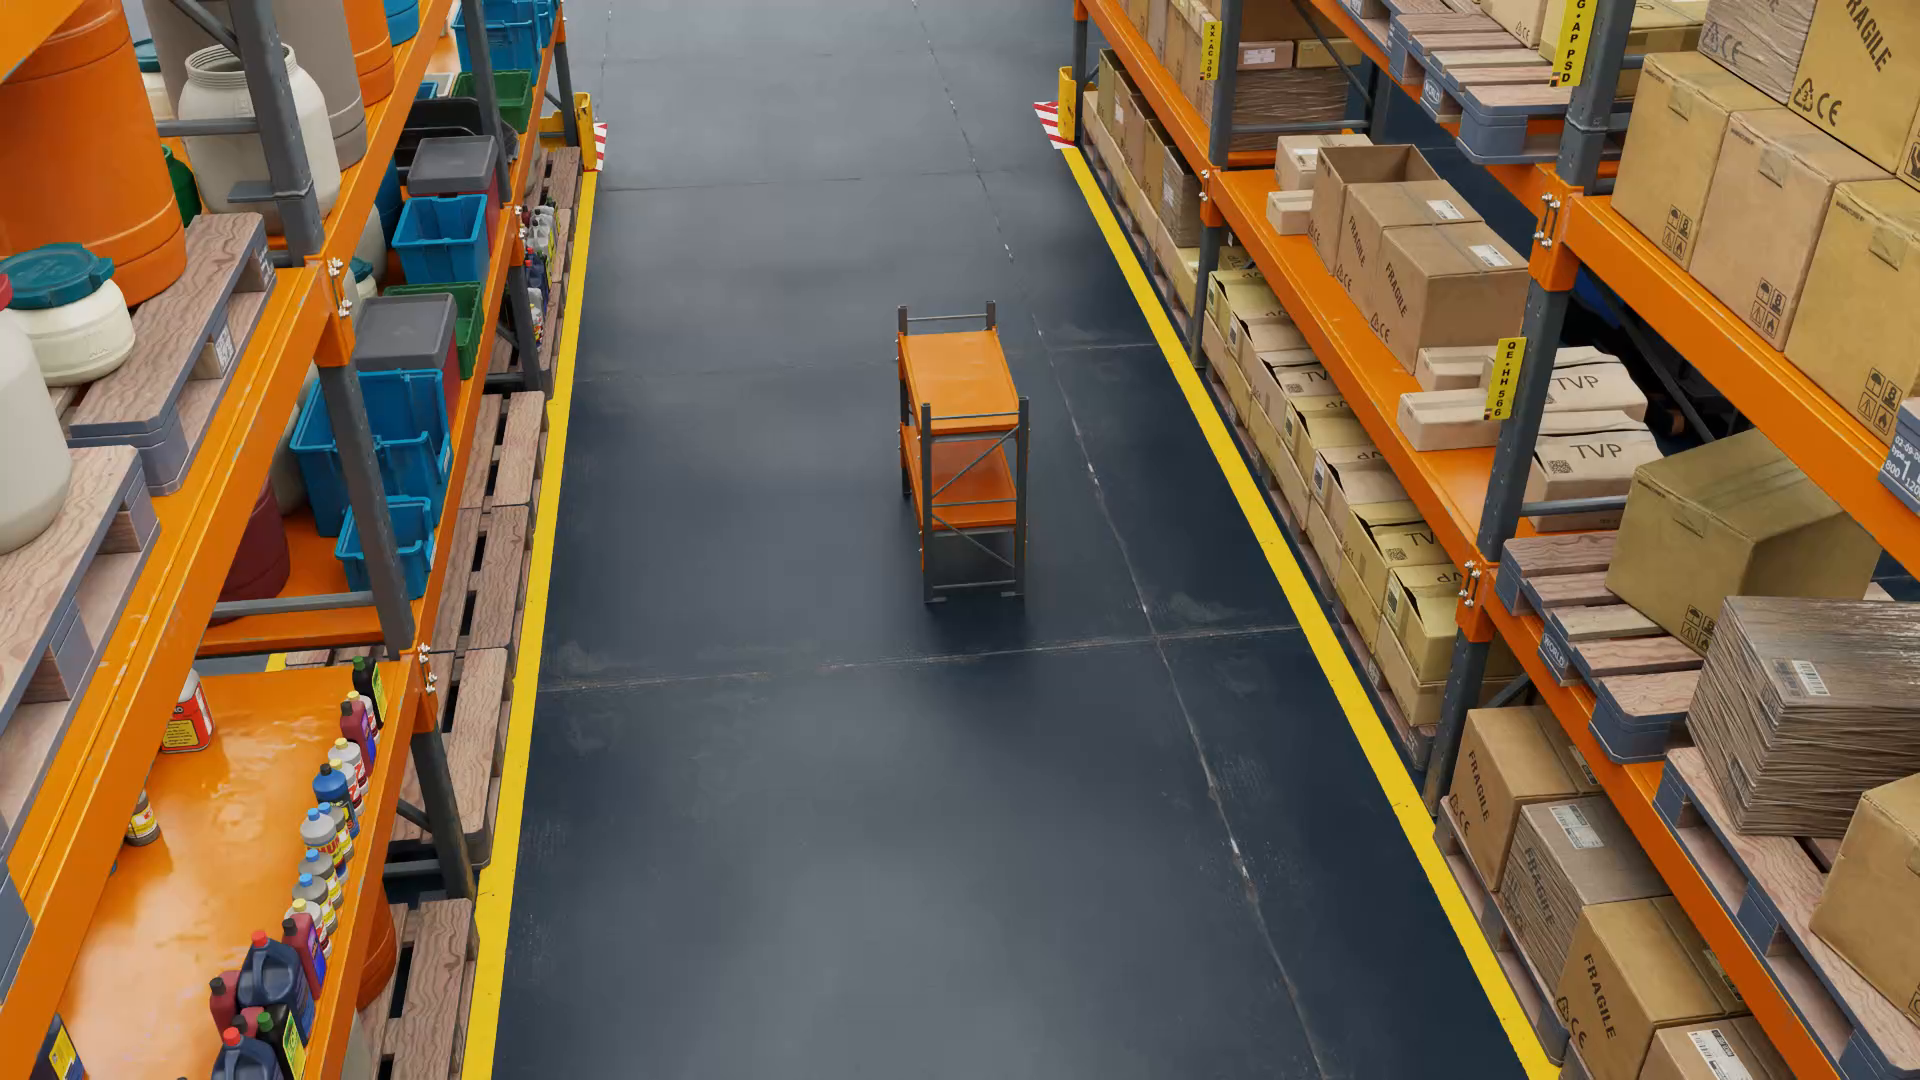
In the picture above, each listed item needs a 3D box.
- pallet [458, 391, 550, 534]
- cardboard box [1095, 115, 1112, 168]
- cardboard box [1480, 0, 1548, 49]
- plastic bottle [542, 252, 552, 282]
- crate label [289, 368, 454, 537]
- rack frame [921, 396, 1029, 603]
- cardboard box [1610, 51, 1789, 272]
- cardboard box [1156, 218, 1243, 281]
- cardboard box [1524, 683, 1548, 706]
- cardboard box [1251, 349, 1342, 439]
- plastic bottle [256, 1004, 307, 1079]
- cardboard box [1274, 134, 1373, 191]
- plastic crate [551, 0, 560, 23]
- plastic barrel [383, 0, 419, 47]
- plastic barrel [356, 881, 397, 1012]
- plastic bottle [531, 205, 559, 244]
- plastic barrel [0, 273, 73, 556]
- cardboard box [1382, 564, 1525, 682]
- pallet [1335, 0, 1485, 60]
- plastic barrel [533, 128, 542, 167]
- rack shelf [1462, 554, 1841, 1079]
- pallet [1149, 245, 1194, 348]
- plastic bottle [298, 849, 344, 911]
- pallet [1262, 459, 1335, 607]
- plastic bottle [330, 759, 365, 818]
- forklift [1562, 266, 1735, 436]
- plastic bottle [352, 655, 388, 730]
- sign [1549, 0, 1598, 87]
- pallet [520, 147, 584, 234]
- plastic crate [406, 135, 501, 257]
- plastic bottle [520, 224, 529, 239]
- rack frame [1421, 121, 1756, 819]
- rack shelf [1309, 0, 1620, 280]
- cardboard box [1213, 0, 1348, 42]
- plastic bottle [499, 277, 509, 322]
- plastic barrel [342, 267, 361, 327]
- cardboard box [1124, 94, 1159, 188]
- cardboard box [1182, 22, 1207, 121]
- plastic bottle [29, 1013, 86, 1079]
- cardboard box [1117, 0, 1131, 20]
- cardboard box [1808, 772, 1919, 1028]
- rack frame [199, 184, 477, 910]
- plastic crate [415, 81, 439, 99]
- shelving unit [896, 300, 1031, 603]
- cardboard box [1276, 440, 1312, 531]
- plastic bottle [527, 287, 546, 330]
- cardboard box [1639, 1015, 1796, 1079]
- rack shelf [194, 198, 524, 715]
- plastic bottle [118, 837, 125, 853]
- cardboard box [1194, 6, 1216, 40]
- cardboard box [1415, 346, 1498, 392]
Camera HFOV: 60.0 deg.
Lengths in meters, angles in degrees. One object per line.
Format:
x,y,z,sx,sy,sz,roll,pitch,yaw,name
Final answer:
-2.823,-0.406,9.158,1.003,0.211,1.213,-4,35,-6,pallet
1.326,-3.041,12.618,0.500,0.250,0.500,-4,35,-6,cardboard box
2.274,-2.026,6.155,0.500,0.250,0.500,-3,34,-5,cardboard box
-2.705,-1.766,10.772,0.097,0.201,0.097,0,34,0,plastic bottle
-2.295,-0.351,6.570,0.502,0.435,0.616,-4,35,-6,crate label
0.069,-0.177,8.011,0.500,1.125,0.032,-4,35,-6,rack frame
2.571,-1.174,5.057,0.910,0.500,0.500,-4,35,-6,cardboard box
1.605,-1.926,10.981,0.500,0.250,0.500,-4,35,-6,cardboard box
2.700,0.514,7.401,0.500,0.250,0.500,-4,35,-7,cardboard box
1.883,-0.818,8.857,0.500,0.311,0.500,-5,35,-8,cardboard box
-1.756,1.296,4.289,0.061,0.283,0.133,-4,35,-6,plastic bottle
2.051,-2.033,9.203,0.500,0.250,0.500,-2,34,-3,cardboard box
-3.142,-3.907,11.952,0.499,0.251,0.616,-4,35,-6,plastic crate
-2.508,-2.443,6.562,0.600,0.901,0.708,-4,35,-6,plastic barrel
-2.347,1.234,5.830,0.600,0.830,0.708,-4,35,-6,plastic barrel
-2.817,-2.147,11.265,0.152,0.276,0.135,-4,34,-6,plastic bottle
-2.042,-0.253,3.300,0.433,0.535,0.433,0,34,0,plastic barrel
2.165,0.323,7.183,0.500,0.311,0.500,-3,34,-5,cardboard box
2.146,-2.292,6.953,1.003,0.211,1.213,-3,34,-4,pallet
-3.341,-3.010,12.339,0.421,0.512,0.421,0,34,0,plastic barrel
2.748,1.279,4.848,1.077,0.370,4.000,-4,35,-6,rack shelf
1.876,-1.661,11.000,1.003,0.211,1.213,-4,35,-6,pallet
-1.858,0.980,4.824,0.097,0.201,0.097,0,34,0,plastic bottle
2.246,-0.124,8.744,1.003,0.211,1.213,-4,35,-6,pallet
-1.911,0.763,5.143,0.097,0.201,0.097,0,34,0,plastic bottle
4.553,-2.027,9.122,1.130,2.935,3.031,-5,35,-8,forklift
-1.952,0.480,5.485,0.061,0.283,0.133,-4,35,-6,plastic bottle
1.928,-1.583,5.216,0.100,0.325,0.005,-4,35,-6,sign
-3.345,-2.581,12.349,1.003,0.211,1.213,-4,35,-6,pallet
-2.599,-1.773,8.631,0.402,0.464,0.583,-4,35,-6,plastic crate
-2.920,-2.019,11.144,0.097,0.201,0.097,0,34,0,plastic bottle
2.479,-0.134,6.284,1.000,3.000,0.127,-4,35,-6,rack frame
2.210,-2.193,7.279,1.077,0.370,4.000,-4,35,-6,rack shelf
1.875,-3.191,9.528,0.700,0.500,0.500,-4,34,-6,cardboard box
-2.808,-1.552,10.325,0.144,0.351,0.185,-4,35,-6,plastic bottle
-2.958,-1.090,7.565,0.433,0.535,0.433,0,34,0,plastic barrel
1.454,-2.792,11.587,0.500,0.500,0.500,-4,35,-6,cardboard box
1.798,-2.949,10.325,0.700,0.500,0.500,-5,35,-7,cardboard box
-2.355,1.302,4.220,0.144,0.351,0.185,-4,35,-6,plastic bottle
1.529,-4.086,11.993,0.700,0.500,0.500,-4,34,-5,cardboard box
2.718,0.902,4.302,0.700,0.500,0.500,-13,36,-18,cardboard box
-2.430,0.239,5.736,1.000,3.000,0.127,-4,35,-6,rack frame
-3.385,-2.529,9.929,0.499,0.251,0.616,-4,35,-6,plastic crate
0.001,-0.461,8.428,0.538,1.125,1.048,-4,35,-6,shelving unit
1.957,-0.302,8.598,0.500,0.250,0.500,-4,34,-5,cardboard box
-2.647,-1.439,10.226,0.152,0.276,0.135,-3,34,-5,plastic bottle
2.471,1.855,5.193,0.500,0.500,0.500,-5,35,-8,cardboard box
-2.699,-0.580,7.576,1.077,0.370,4.000,-4,35,-6,rack shelf
-2.629,0.814,5.002,0.152,0.276,0.135,-4,35,-6,plastic bottle
1.623,-3.095,9.964,0.380,0.149,0.250,-5,35,-8,cardboard box
2.252,-0.738,7.392,0.380,0.149,0.250,-2,34,-3,cardboard box
